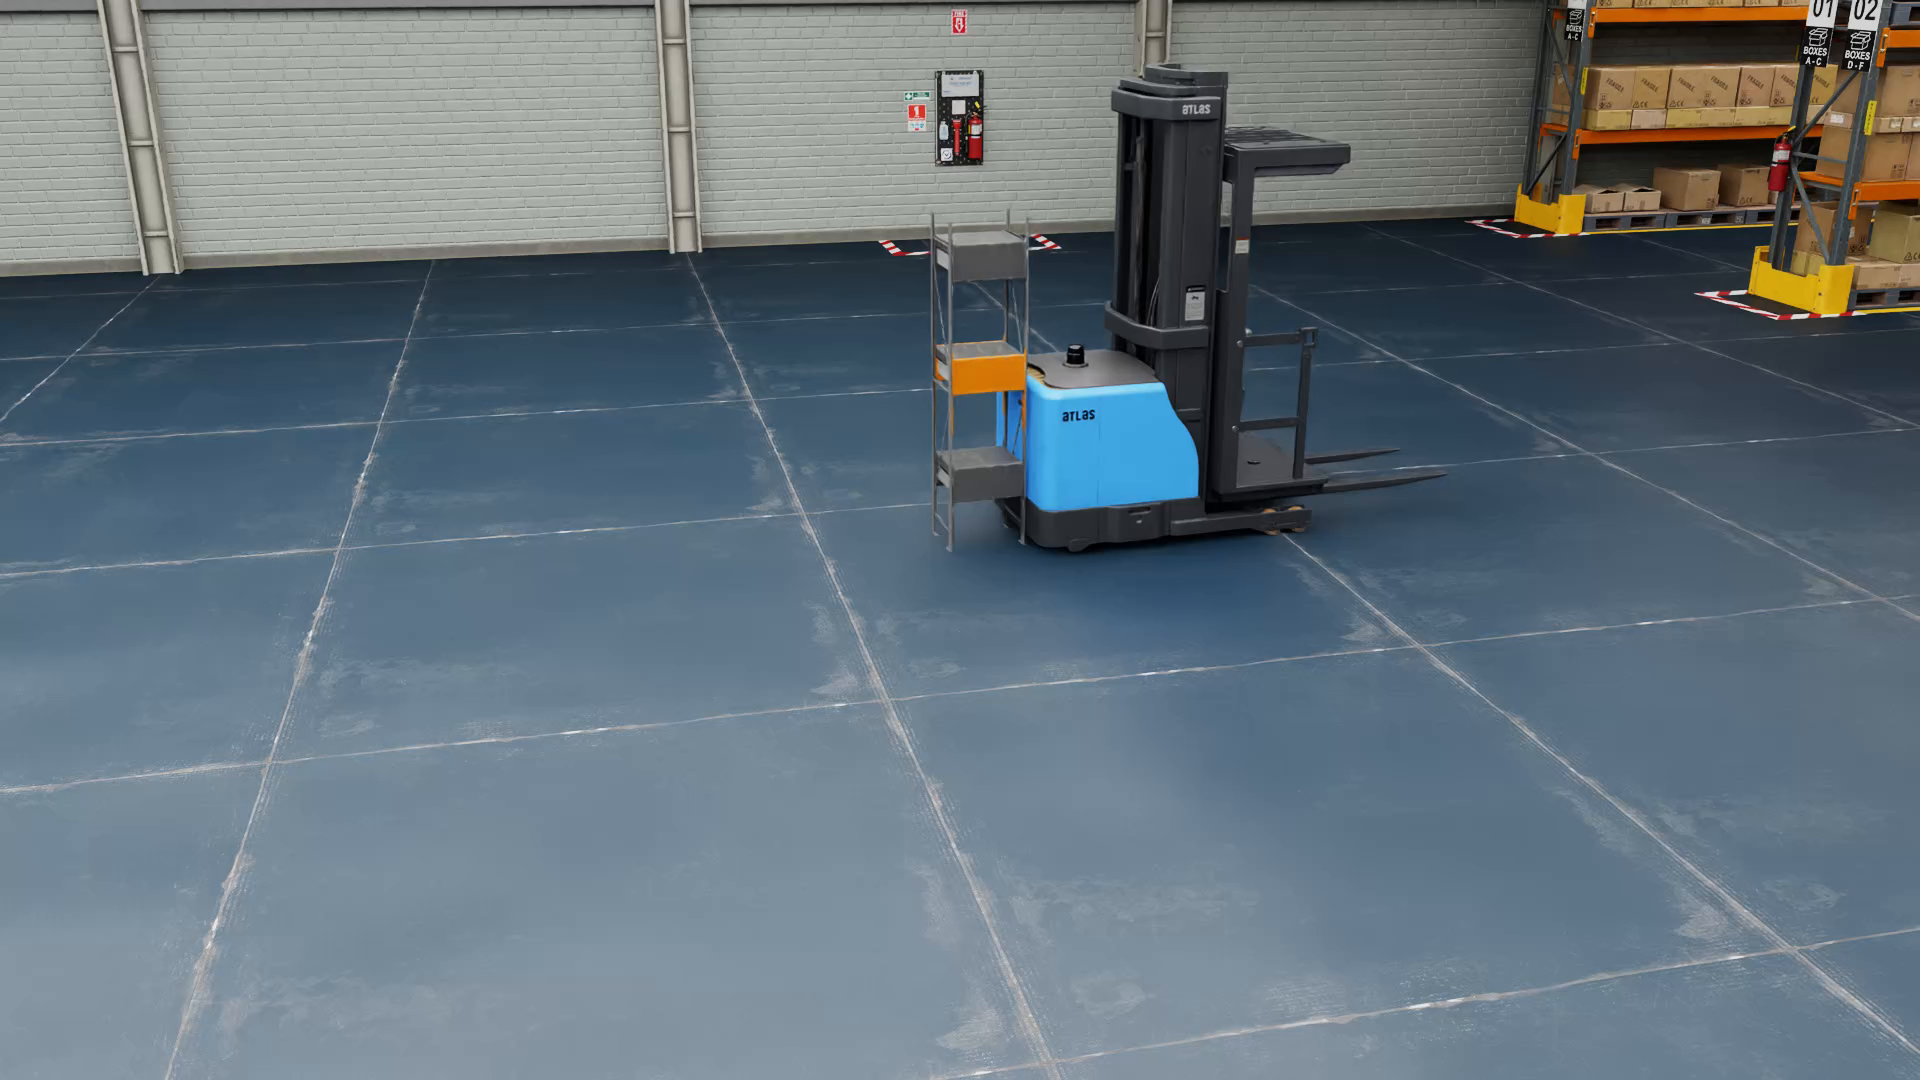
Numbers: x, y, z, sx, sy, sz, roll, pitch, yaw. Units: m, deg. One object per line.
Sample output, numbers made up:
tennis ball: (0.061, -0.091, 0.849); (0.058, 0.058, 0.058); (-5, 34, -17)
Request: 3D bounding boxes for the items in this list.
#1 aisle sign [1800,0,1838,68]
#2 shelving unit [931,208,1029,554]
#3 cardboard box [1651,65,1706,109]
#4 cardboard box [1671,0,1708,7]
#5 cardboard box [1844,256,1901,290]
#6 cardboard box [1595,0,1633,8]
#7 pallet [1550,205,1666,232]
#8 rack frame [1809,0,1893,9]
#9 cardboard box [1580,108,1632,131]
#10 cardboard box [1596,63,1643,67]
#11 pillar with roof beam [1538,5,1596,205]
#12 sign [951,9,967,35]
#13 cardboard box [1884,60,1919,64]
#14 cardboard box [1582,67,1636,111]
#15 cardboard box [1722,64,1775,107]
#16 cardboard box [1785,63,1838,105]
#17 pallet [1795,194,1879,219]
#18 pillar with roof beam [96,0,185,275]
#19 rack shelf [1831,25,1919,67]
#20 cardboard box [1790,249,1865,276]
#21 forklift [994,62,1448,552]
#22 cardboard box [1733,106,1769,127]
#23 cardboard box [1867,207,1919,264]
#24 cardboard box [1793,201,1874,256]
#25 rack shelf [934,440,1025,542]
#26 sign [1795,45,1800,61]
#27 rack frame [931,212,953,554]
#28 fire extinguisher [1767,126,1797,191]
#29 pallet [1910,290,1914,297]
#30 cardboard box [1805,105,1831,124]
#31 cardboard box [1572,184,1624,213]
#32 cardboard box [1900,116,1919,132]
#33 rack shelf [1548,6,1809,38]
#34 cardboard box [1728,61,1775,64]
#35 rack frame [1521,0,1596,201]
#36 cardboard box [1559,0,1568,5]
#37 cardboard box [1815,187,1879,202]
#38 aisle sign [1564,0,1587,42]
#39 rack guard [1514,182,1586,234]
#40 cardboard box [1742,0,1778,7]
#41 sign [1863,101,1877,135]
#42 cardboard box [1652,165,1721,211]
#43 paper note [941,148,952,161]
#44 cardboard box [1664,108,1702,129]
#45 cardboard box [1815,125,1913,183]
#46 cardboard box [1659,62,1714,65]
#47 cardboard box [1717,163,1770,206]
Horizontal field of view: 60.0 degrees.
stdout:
aisle sign: (8.804, -5.259, 17.029); (0.004, 0.787, 0.394); (-5, 21, -12)
shelving unit: (0.118, -0.990, 10.465); (0.503, 2.100, 0.431); (-6, 21, -16)
cardboard box: (9.313, -5.905, 21.674); (0.500, 0.500, 0.500); (-5, 21, -14)
cardboard box: (9.210, -7.083, 21.255); (0.500, 0.500, 0.500); (-4, 20, -10)
cardboard box: (9.508, -2.819, 17.536); (0.500, 0.250, 0.500); (-5, 21, -12)
cardboard box: (8.175, -7.010, 21.055); (0.500, 0.500, 0.500); (-4, 21, -11)
pallet: (8.664, -4.352, 22.388); (1.213, 0.211, 1.003); (-5, 21, -12)
rack frame: (8.935, -6.762, 16.191); (0.127, 3.000, 1.000); (-5, 21, -12)
cardboard box: (8.340, -5.474, 21.586); (0.500, 0.250, 0.500); (-5, 21, -14)
cardboard box: (8.694, -6.039, 22.037); (0.500, 0.500, 0.500); (-4, 21, -12)
pillar with roof beam: (9.265, -7.323, 17.724); (0.400, 9.000, 9.100); (-5, 21, -12)
sign: (-0.009, -6.411, 20.585); (0.199, 0.298, 0.001); (-5, 21, -12)
cardboard box: (9.955, -4.681, 17.201); (0.500, 0.500, 0.700); (-5, 21, -14)
cardboard box: (8.326, -5.831, 21.470); (0.500, 0.500, 0.500); (-5, 21, -12)
cardboard box: (10.319, -5.992, 21.909); (0.500, 0.500, 0.500); (-5, 21, -14)
cardboard box: (11.296, -6.069, 22.121); (0.500, 0.500, 0.500); (-5, 21, -13)
pallet: (12.442, -4.672, 23.262); (1.213, 0.211, 1.003); (-5, 21, -12)
pillar with roof beam: (-8.252, -5.899, 13.835); (0.400, 9.000, 9.100); (-5, 21, -12)
rack shelf: (10.882, -5.174, 17.262); (4.000, 0.370, 1.077); (-5, 21, -12)
cardboard box: (9.389, -2.992, 18.009); (0.500, 0.250, 0.500); (-5, 21, -12)
forklift: (1.806, -1.576, 10.856); (3.031, 2.935, 1.130); (-6, 21, -16)
cardboard box: (10.321, -5.638, 22.033); (0.500, 0.250, 0.500); (-5, 21, -13)
cardboard box: (9.995, -3.211, 17.517); (0.500, 0.500, 0.500); (-5, 21, -12)
cardboard box: (9.389, -3.345, 17.882); (0.500, 0.500, 0.500); (-5, 21, -12)
rack shelf: (0.118, -0.320, 10.711); (0.480, 0.518, 0.431); (-6, 21, -16)
sign: (11.553, -6.648, 22.920); (0.005, 0.325, 0.100); (-5, 21, -12)
rack frame: (-0.115, -0.965, 10.397); (0.015, 2.100, 0.400); (-6, 21, -16)
fire extinguisher: (8.713, -4.055, 17.635); (0.183, 0.674, 0.296); (-5, 21, -12)
pallet: (10.855, -2.805, 18.166); (1.213, 0.211, 1.003); (-5, 21, -12)
cardboard box: (11.293, -5.719, 22.256); (0.500, 0.250, 0.500); (-5, 21, -12)
cardboard box: (8.486, -4.571, 22.202); (0.500, 0.311, 0.500); (-7, 21, -19)
cardboard box: (9.623, -4.277, 17.041); (0.250, 0.149, 0.380); (-5, 21, -14)
rack shelf: (9.738, -6.832, 21.788); (4.000, 0.370, 1.077); (-5, 21, -12)
cardboard box: (10.675, -6.203, 22.487); (0.500, 0.500, 0.500); (-5, 21, -13)
rack frame: (7.792, -5.603, 21.748); (0.127, 3.000, 1.000); (-5, 21, -12)
cardboard box: (8.140, -7.185, 21.533); (0.500, 0.500, 0.500); (-3, 20, -9)
cardboard box: (12.397, -5.016, 23.141); (0.500, 0.500, 0.700); (-4, 20, -11)
aisle sign: (7.791, -6.717, 21.011); (0.004, 0.787, 0.394); (-5, 21, -12)
rack guard: (7.866, -4.435, 22.195); (0.348, 0.500, 1.175); (-5, 21, -12)
cardboard box: (10.224, -7.169, 21.489); (0.500, 0.500, 0.500); (-5, 21, -15)
sign: (9.057, -4.202, 16.551); (0.005, 0.325, 0.100); (-5, 21, -12)
cardboard box: (9.766, -4.747, 22.406); (0.500, 0.500, 0.700); (-6, 21, -16)
paper note: (-0.167, -4.885, 21.071); (0.142, 0.148, 0.016); (-5, 21, -12)
cardboard box: (9.339, -5.558, 21.816); (0.500, 0.250, 0.500); (-5, 21, -13)
cardboard box: (9.393, -4.024, 17.294); (0.500, 0.500, 0.700); (-5, 21, -12)
cardboard box: (9.686, -6.121, 22.262); (0.500, 0.500, 0.500); (-4, 21, -12)
cardboard box: (10.684, -4.857, 22.706); (0.500, 0.500, 0.500); (-6, 21, -17)
